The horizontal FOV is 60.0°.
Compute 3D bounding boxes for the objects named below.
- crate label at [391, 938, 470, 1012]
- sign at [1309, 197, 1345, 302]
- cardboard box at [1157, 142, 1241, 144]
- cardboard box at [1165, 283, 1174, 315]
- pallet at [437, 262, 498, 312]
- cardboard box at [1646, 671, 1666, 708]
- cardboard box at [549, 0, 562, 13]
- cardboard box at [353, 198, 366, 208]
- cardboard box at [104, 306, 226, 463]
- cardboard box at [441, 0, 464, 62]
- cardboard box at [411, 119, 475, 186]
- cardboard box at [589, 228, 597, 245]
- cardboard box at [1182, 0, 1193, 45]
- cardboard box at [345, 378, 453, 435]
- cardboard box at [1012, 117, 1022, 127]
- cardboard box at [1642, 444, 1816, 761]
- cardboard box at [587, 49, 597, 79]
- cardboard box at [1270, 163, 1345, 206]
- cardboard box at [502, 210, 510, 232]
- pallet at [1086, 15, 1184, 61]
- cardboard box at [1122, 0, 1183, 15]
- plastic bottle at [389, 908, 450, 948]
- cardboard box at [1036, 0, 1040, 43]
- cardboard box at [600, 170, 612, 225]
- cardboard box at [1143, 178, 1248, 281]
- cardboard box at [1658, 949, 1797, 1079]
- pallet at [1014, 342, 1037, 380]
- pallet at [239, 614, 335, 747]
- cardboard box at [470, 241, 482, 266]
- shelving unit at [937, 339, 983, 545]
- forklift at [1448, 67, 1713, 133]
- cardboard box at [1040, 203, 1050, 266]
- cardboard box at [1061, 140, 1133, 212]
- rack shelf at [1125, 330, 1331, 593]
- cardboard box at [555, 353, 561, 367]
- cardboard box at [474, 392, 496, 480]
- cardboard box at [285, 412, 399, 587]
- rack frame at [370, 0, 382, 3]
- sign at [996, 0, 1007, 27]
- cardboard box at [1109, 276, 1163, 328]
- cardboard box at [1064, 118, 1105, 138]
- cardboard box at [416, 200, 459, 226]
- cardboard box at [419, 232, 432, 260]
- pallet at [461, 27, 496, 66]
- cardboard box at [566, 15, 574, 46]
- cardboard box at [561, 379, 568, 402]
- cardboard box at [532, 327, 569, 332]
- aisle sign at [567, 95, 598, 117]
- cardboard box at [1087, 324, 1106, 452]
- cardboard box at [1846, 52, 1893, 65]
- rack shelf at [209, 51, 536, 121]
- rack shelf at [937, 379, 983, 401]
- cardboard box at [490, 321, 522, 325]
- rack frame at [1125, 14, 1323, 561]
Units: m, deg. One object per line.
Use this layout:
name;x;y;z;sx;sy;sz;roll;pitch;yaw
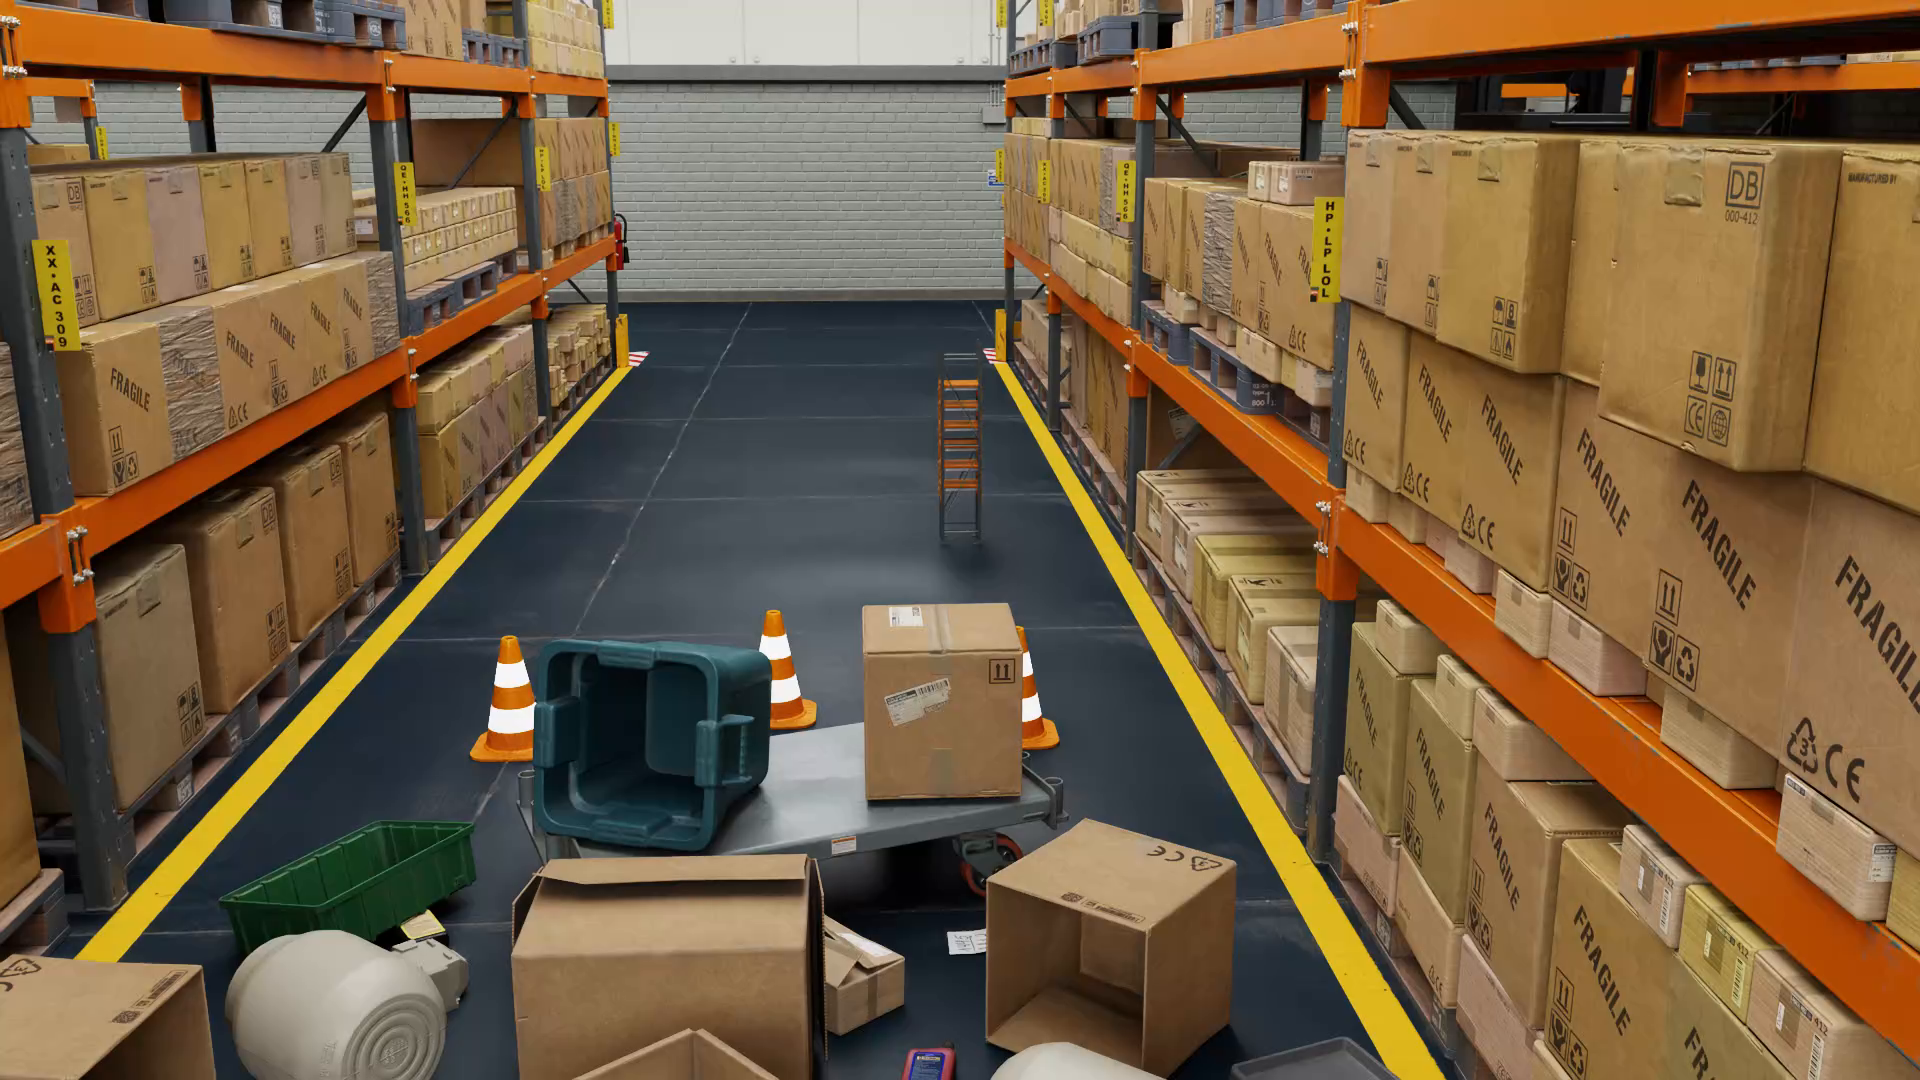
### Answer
crate label;-1.585;1.272;4.810;0.298;0.136;0.250;-13;20;-42
sign;1.155;-0.909;5.217;0.100;0.325;0.005;-1;14;-3
cardboard box;1.589;-2.389;11.086;0.500;0.500;0.500;-1;14;-3
cardboard box;1.250;-1.211;8.375;0.380;0.149;0.250;-2;15;-7
pallet;-3.637;-1.650;10.804;1.003;0.211;1.213;-1;14;-3
cardboard box;1.644;0.288;3.390;0.380;0.149;0.250;-1;14;-3
cardboard box;-3.531;-4.465;13.838;0.380;0.149;0.250;0;14;-1
cardboard box;-4.055;-2.122;10.722;0.380;0.149;0.250;0;14;-2
cardboard box;-3.022;-0.565;6.003;0.500;0.500;0.500;-1;14;-3
cardboard box;-3.318;-3.147;10.017;0.500;0.500;0.500;-1;14;-3
cardboard box;-4.021;-3.035;13.000;0.500;0.500;0.500;-1;14;-5
cardboard box;-3.620;-2.855;15.606;0.380;0.149;0.250;0;14;-2
cardboard box;1.326;-2.596;8.346;0.396;0.266;0.258;-1;14;-3
cardboard box;-3.275;-0.782;9.716;0.500;0.250;0.500;-2;15;-6
cardboard box;0.711;-4.097;16.419;0.380;0.149;0.250;-1;14;-2
cardboard box;1.594;0.065;2.958;0.500;0.500;0.500;-1;14;-4
cardboard box;-3.638;-4.385;15.331;0.500;0.250;0.500;-1;14;-3
cardboard box;1.399;-1.350;6.313;0.380;0.149;0.250;-1;14;-5
cardboard box;-3.482;-2.310;12.050;0.380;0.149;0.250;-1;14;-3
pallet;1.368;-2.873;9.533;1.213;0.211;1.003;0;14;-1
cardboard box;1.287;-3.150;9.180;0.797;0.503;0.637;-2;15;-7
plastic bottle;-1.703;1.212;5.193;0.133;0.061;0.283;-9;17;-32
cardboard box;0.940;-4.592;14.588;0.500;0.500;0.500;-1;14;-2
cardboard box;-3.685;-3.325;16.134;0.500;0.500;0.500;-1;14;-2
cardboard box;1.257;-1.633;8.713;0.500;0.500;0.500;-1;14;-5
cardboard box;1.610;1.077;2.991;0.500;0.500;0.500;0;14;-1
pallet;1.092;-1.794;16.576;1.003;0.211;1.213;-1;14;-3
pallet;-3.428;0.599;7.274;1.003;0.211;1.213;-1;14;-3
cardboard box;-3.416;-1.908;11.084;0.380;0.149;0.250;0;14;-1
shelving unit;0.001;-0.577;9.863;0.258;1.200;0.189;-1;14;-3
forklift;3.366;-1.332;9.322;1.130;2.935;3.031;-1;14;-5
cardboard box;0.929;-2.507;13.551;0.500;0.500;0.500;-1;14;-3
cardboard box;1.012;-2.640;12.061;0.500;0.500;0.500;-1;14;-4
rack shelf;1.584;-0.507;7.421;1.077;0.370;4.000;-1;14;-3
cardboard box;-3.595;-1.497;14.105;0.380;0.149;0.250;-2;15;-6
cardboard box;-3.334;-0.676;10.809;0.500;0.500;0.500;-1;14;-5
cardboard box;-3.526;-0.212;8.503;1.050;0.750;0.750;-1;14;-4
rack frame;-3.474;-4.157;8.122;1.000;3.000;0.127;-1;14;-3
sign;0.411;-5.250;16.477;0.100;0.325;0.005;-1;14;-3
cardboard box;1.170;-1.402;9.756;0.500;0.250;0.500;-1;14;-5
cardboard box;0.968;-3.333;13.453;0.380;0.149;0.250;-1;14;-2
cardboard box;-3.392;-2.066;10.503;0.380;0.149;0.250;0;14;-2
cardboard box;-3.342;-1.734;9.810;0.380;0.149;0.250;-1;14;-5
pallet;-3.722;-3.195;10.780;1.213;0.211;1.003;-1;14;-3
cardboard box;-3.605;-4.372;14.277;0.500;0.250;0.500;-2;15;-6
cardboard box;-3.440;-1.230;13.667;0.380;0.149;0.250;0;14;-2
cardboard box;-3.631;-1.773;14.581;0.380;0.149;0.250;-1;15;-6
aisle sign;-3.675;-4.523;16.367;0.394;0.787;0.004;-1;14;-3
cardboard box;1.395;-1.144;11.876;0.875;0.875;0.875;0;14;-2
cardboard box;6.077;-3.184;10.661;0.500;0.250;0.500;-1;14;-3
rack shelf;-3.598;-2.853;10.518;1.077;0.370;4.000;-1;14;-3
rack shelf;0.001;-0.883;9.784;0.258;0.103;0.180;-1;14;-3
cardboard box;-4.175;-1.889;15.033;0.380;0.149;0.250;-1;14;-3
rack frame;1.460;-1.353;9.264;1.000;3.000;0.127;-1;14;-3
